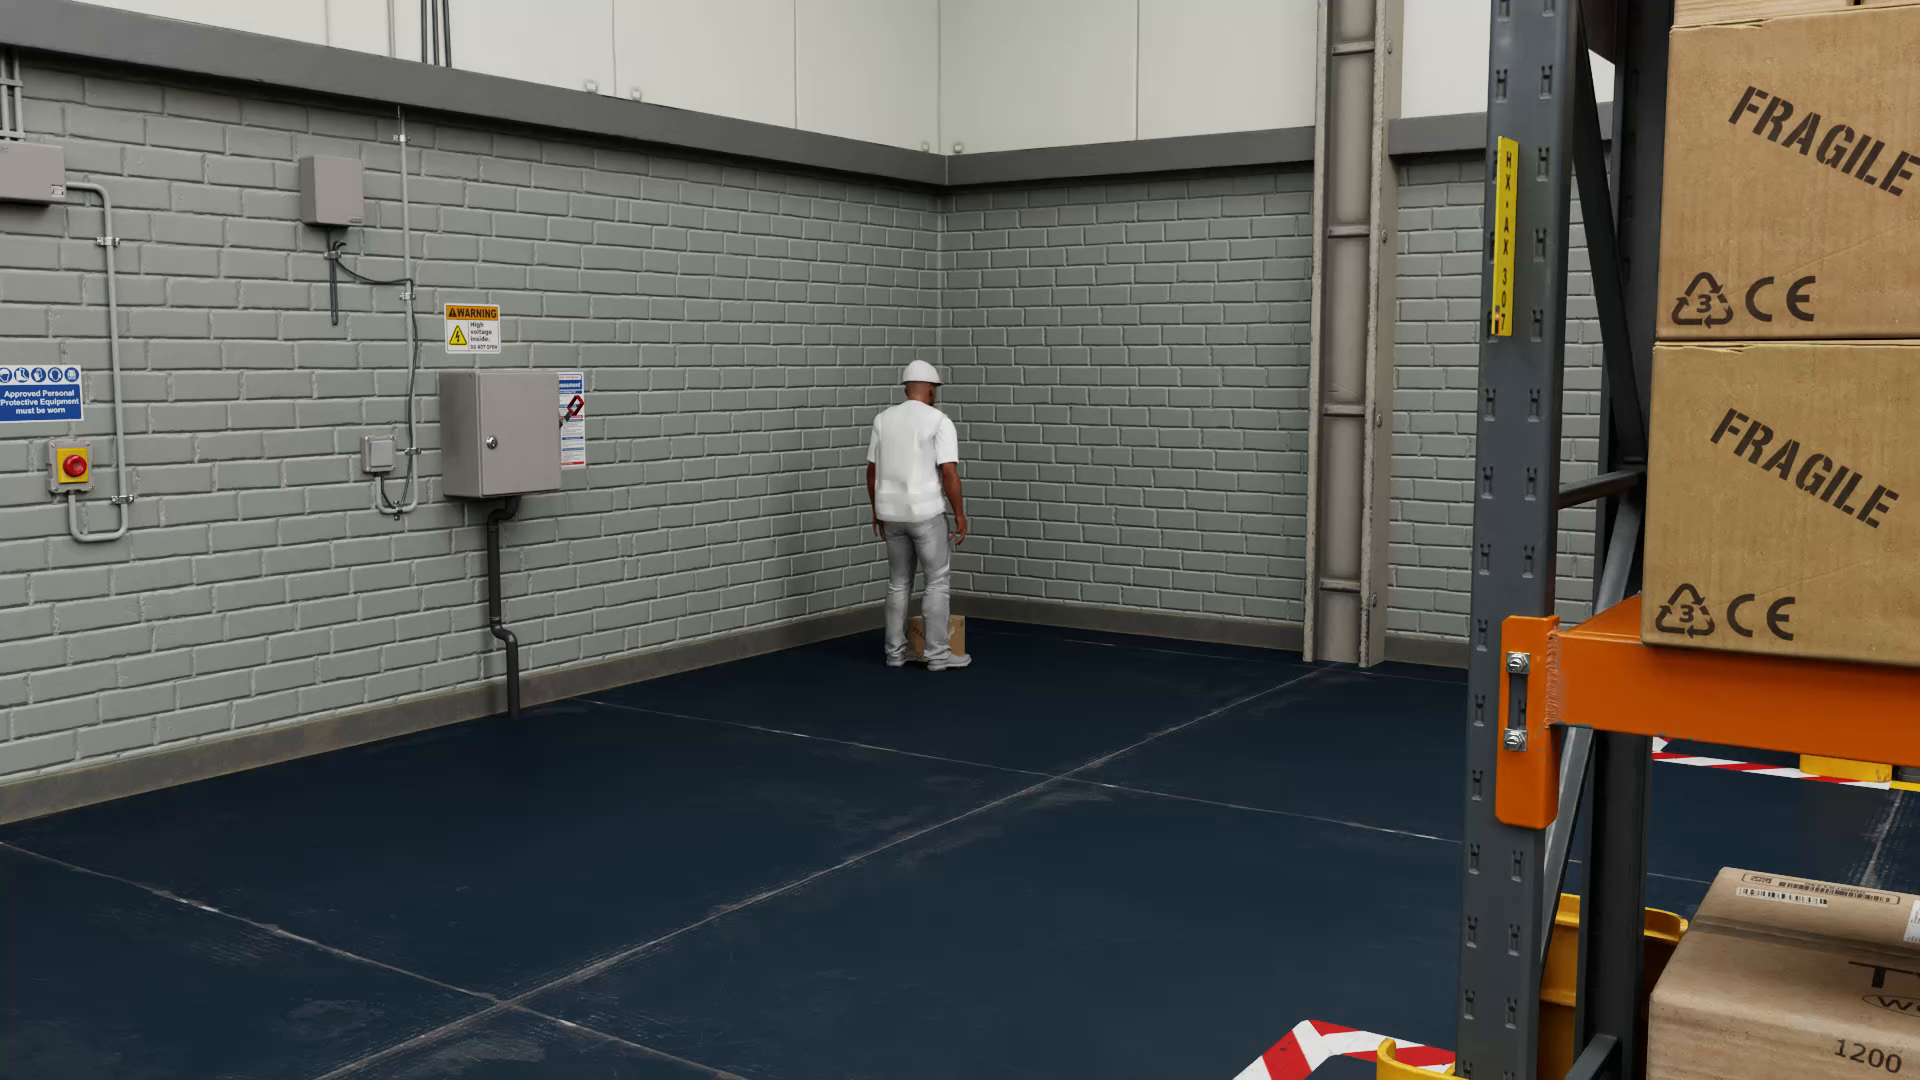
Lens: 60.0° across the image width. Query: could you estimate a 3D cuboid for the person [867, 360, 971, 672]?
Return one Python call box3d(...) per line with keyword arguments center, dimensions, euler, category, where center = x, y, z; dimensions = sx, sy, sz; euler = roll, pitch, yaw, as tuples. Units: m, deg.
box3d(center=(-0.241, -0.148, 9.550), dimensions=(0.632, 1.760, 0.463), euler=(4, 7, 33), category="person")
